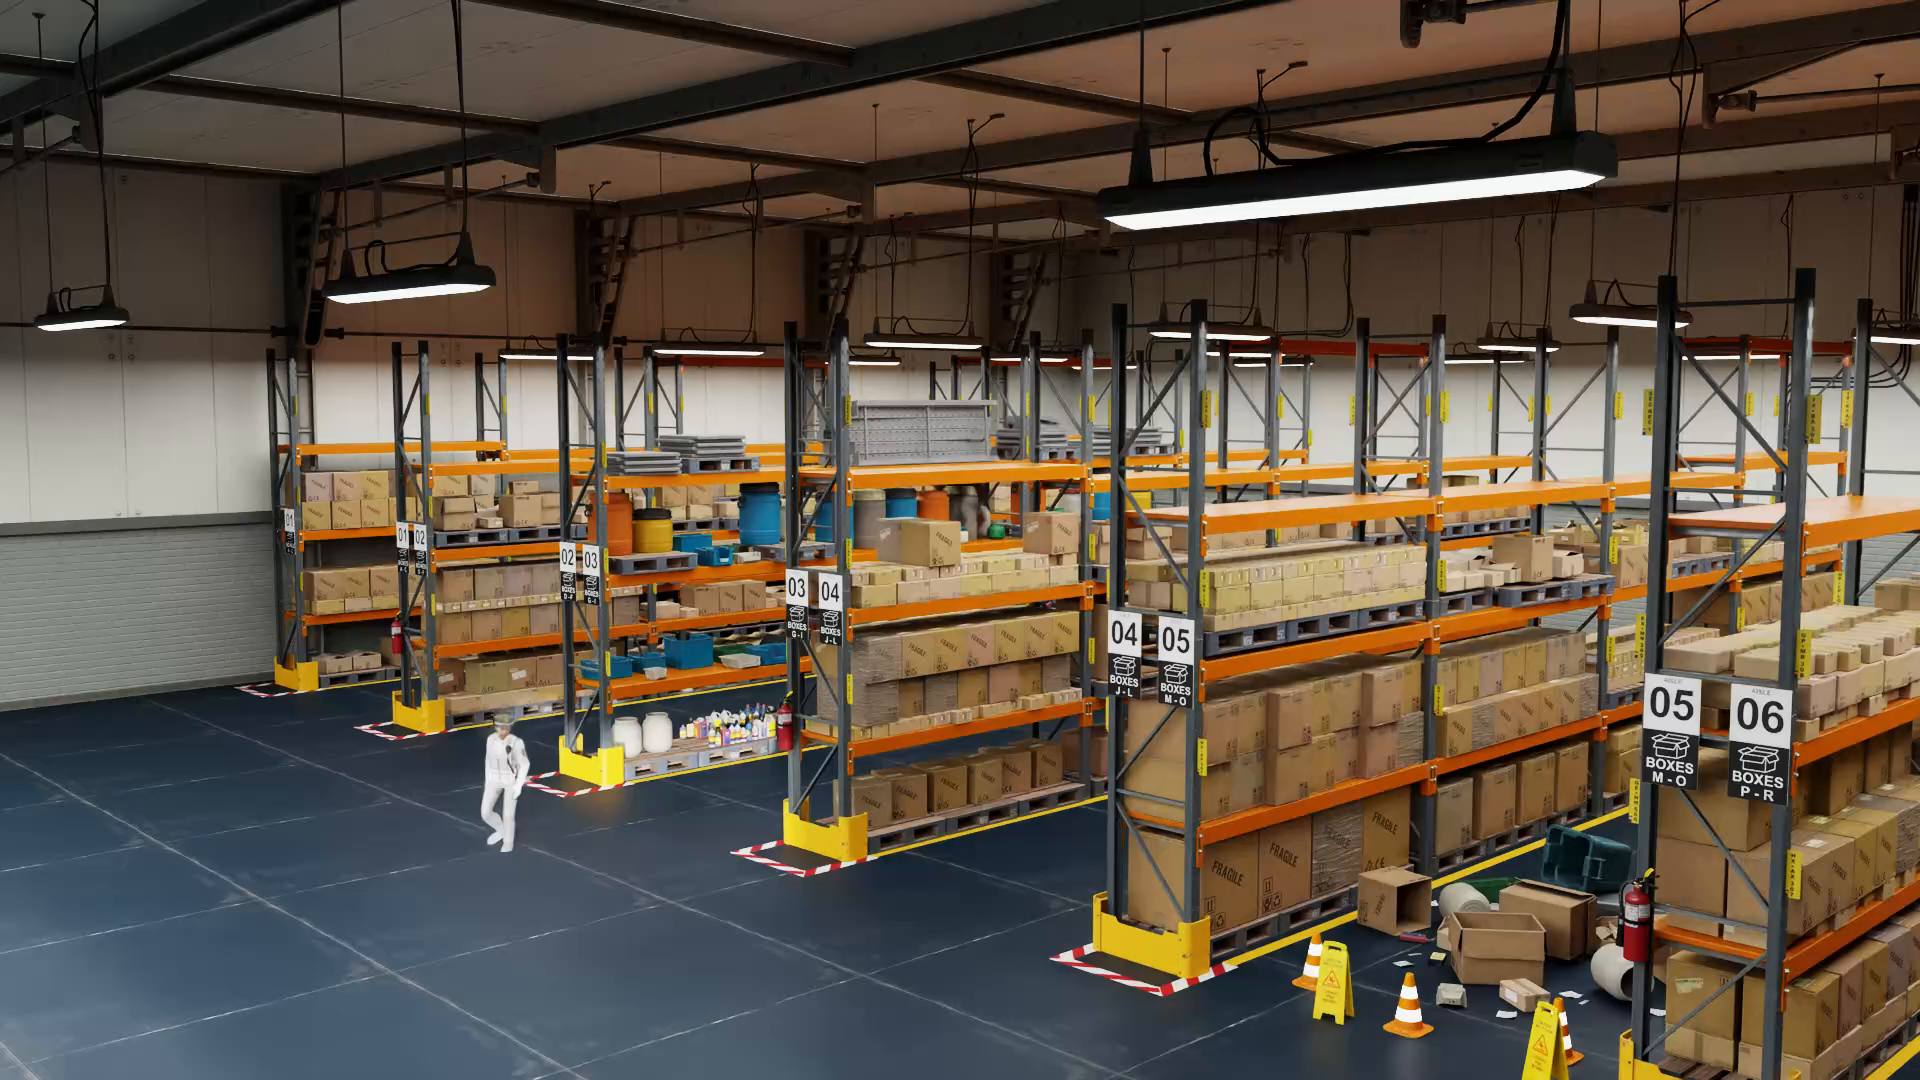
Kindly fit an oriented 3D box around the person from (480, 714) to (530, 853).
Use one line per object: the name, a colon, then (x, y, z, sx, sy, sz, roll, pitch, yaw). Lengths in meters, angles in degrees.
person: (-5.127, 2.741, 18.741, 0.624, 1.623, 0.580, 1, 5, 6)
